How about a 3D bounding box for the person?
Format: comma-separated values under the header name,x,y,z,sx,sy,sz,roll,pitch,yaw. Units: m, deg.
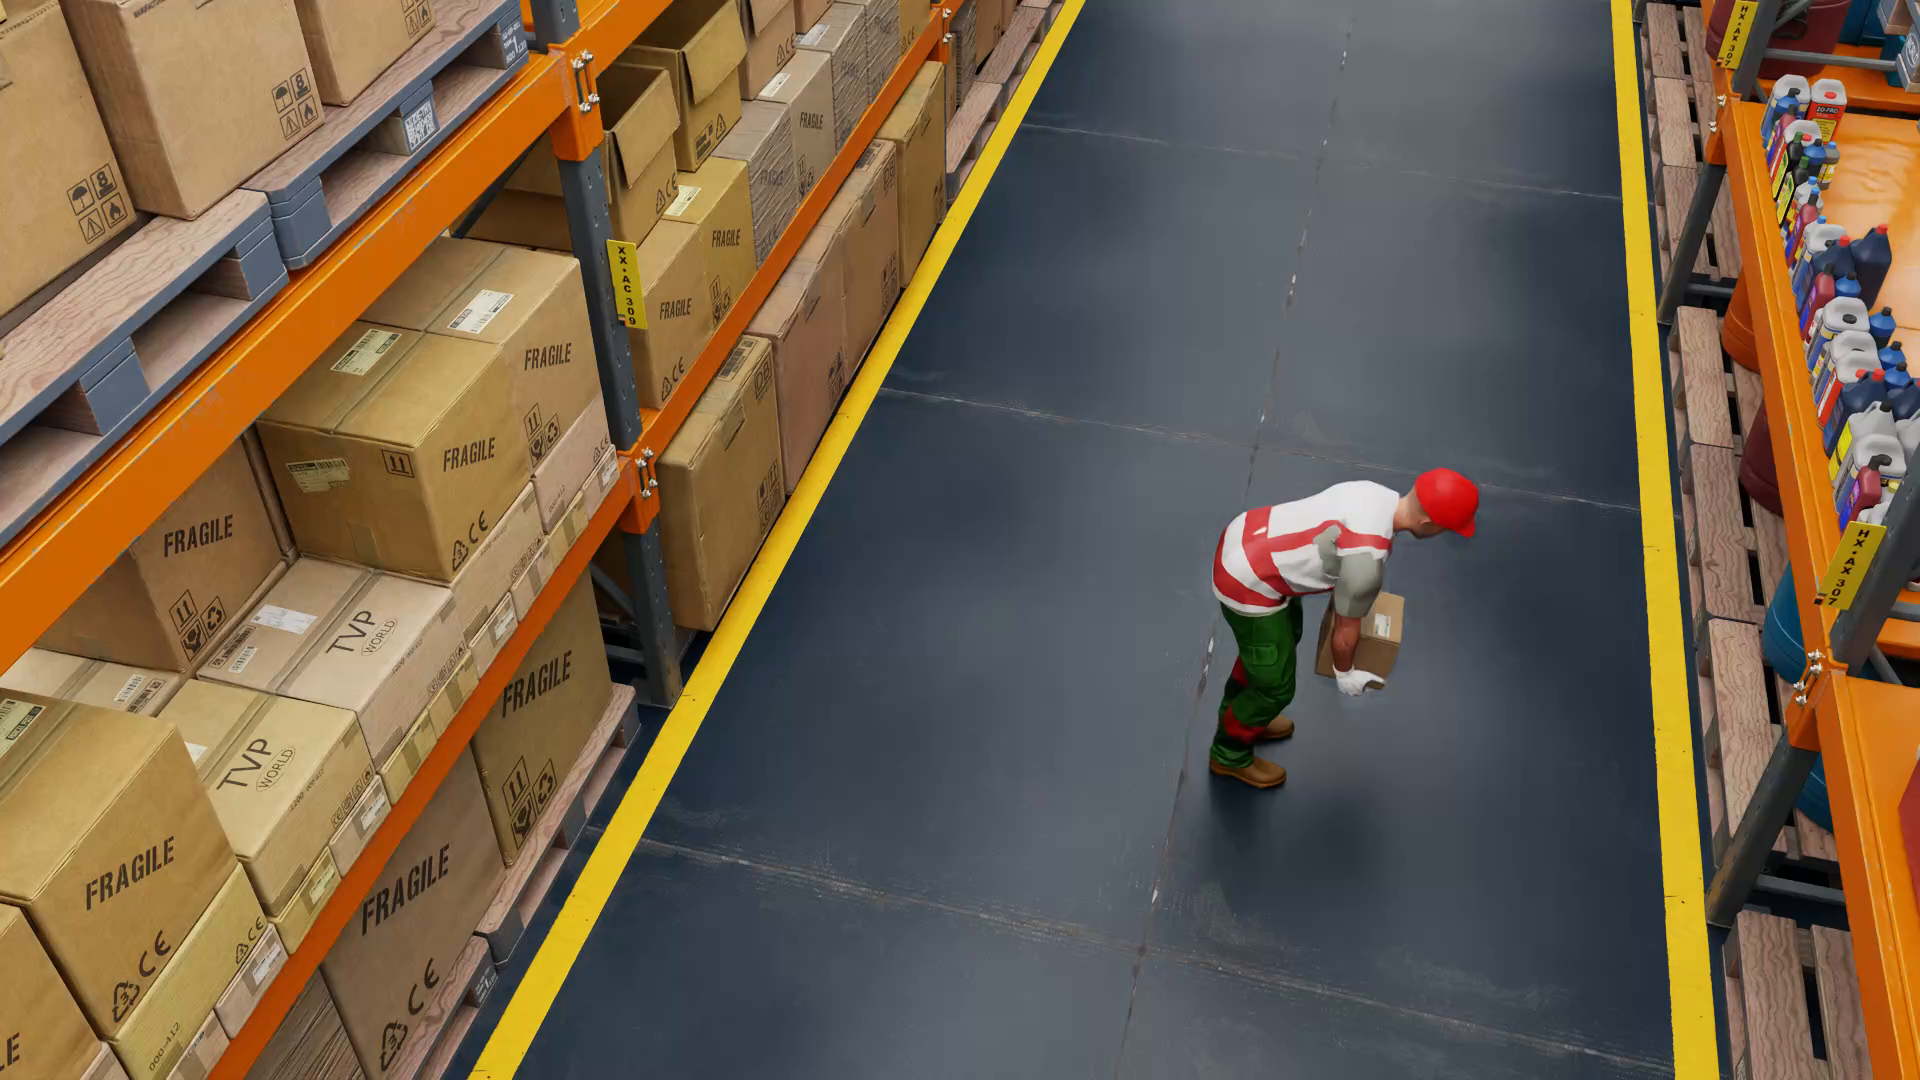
name,x,y,z,sx,sy,sz,roll,pitch,yaw
person,1.327,0.297,6.034,0.858,1.472,0.484,9,41,10
